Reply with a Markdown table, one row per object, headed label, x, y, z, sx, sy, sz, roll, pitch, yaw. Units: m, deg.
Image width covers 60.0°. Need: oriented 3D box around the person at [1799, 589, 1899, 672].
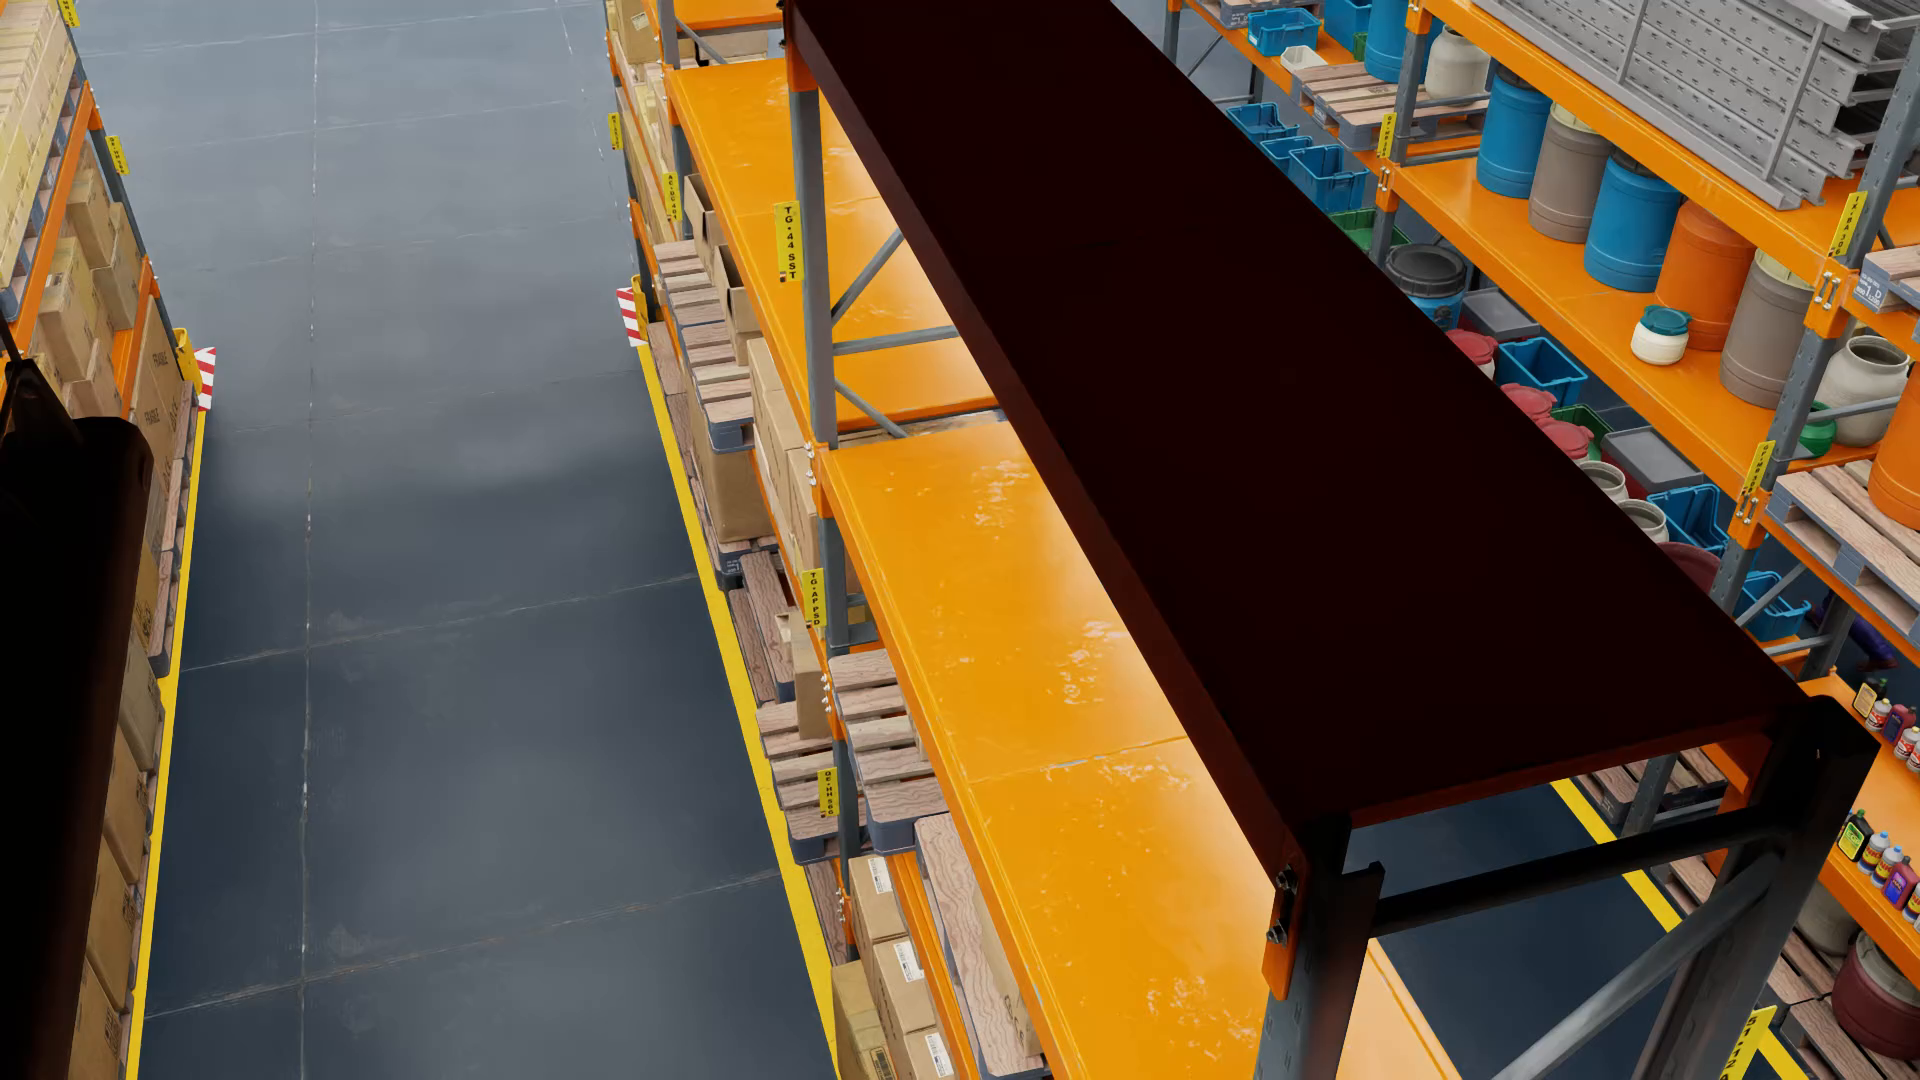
| label | x | y | z | sx | sy | sz | roll | pitch | yaw |
| --- | --- | --- | --- | --- | --- | --- | --- | --- | --- |
| person | 6.236 | 0.150 | 11.334 | 0.514 | 1.608 | 0.900 | -21 | 43 | -24 |
